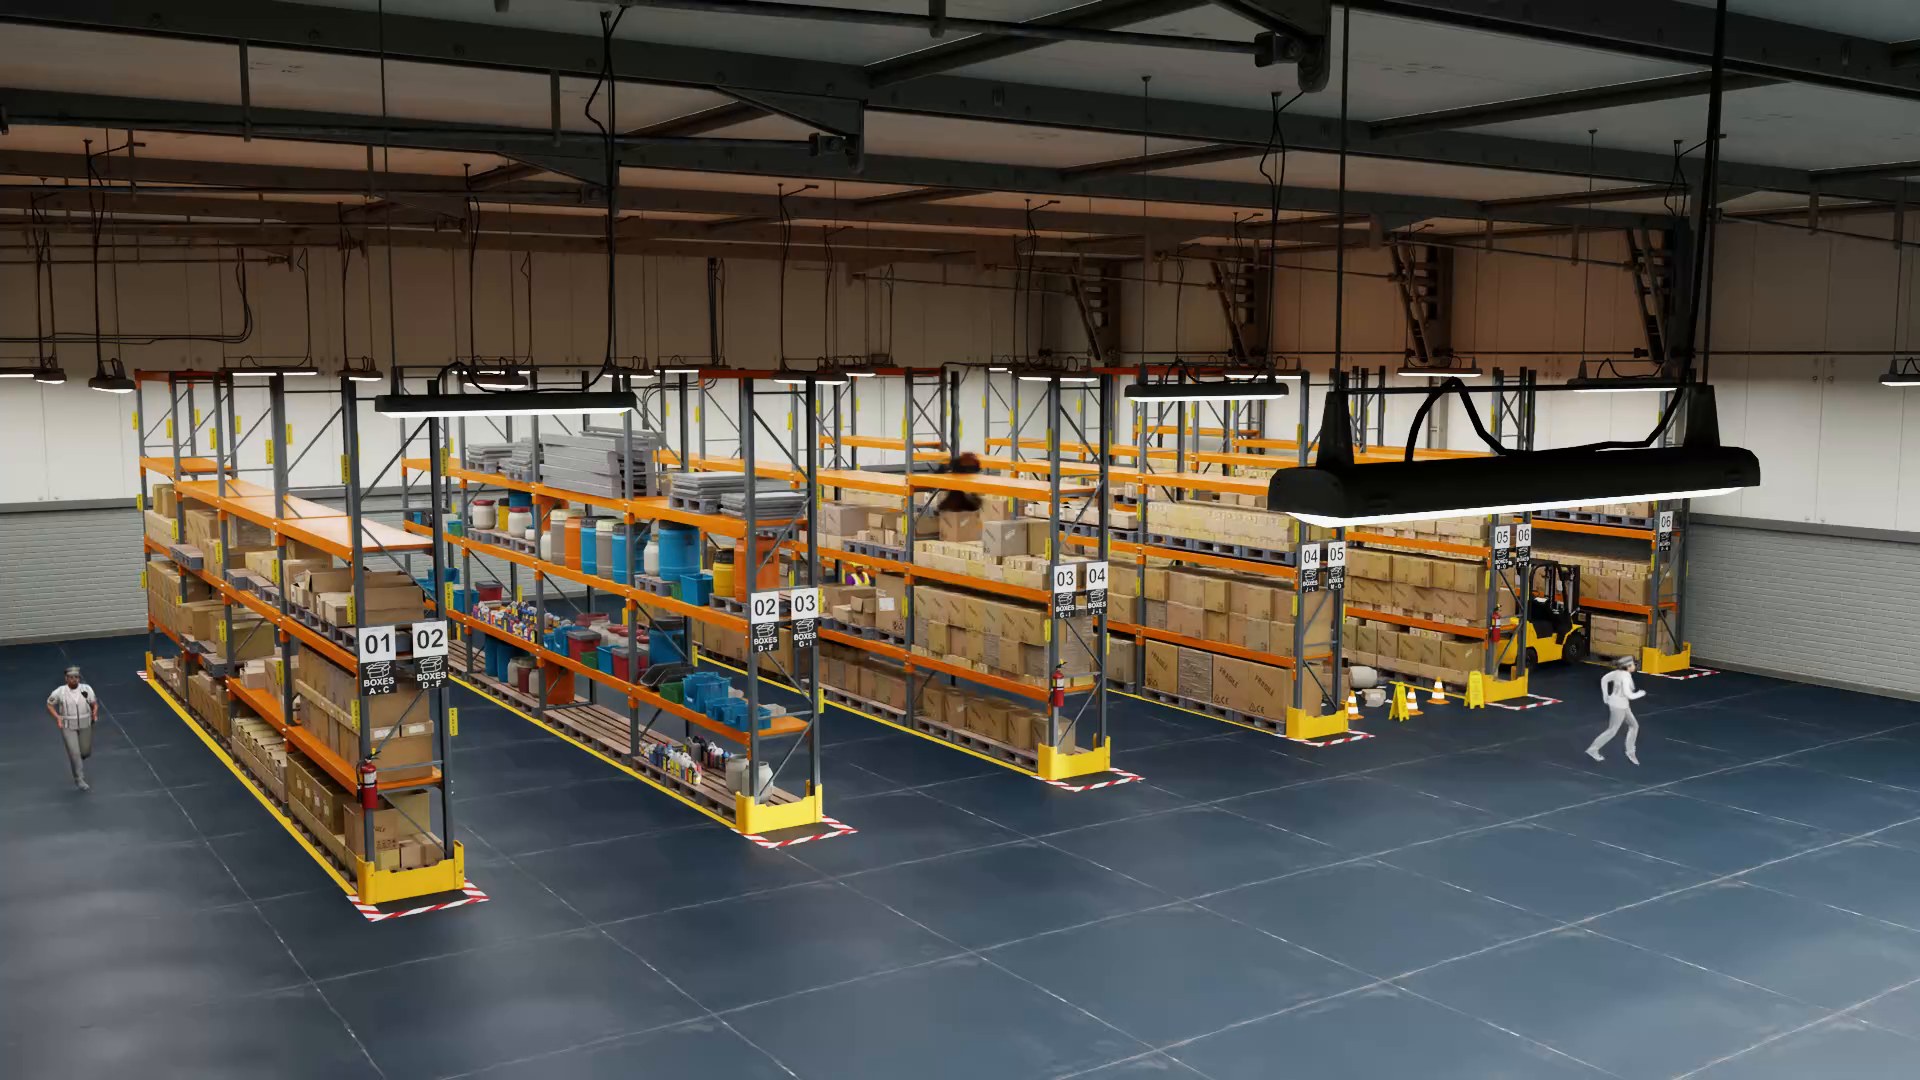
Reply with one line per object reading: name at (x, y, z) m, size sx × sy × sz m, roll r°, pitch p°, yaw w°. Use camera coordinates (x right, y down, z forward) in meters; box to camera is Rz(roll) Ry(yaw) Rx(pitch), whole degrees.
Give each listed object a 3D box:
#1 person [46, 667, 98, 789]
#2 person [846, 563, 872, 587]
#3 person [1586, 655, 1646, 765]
person at (-12.985, 2.728, 24.390) m, size 0.663 × 1.770 × 0.809 m, roll -6°, pitch 9°, yaw -41°
person at (-2.174, 1.348, 36.527) m, size 0.701 × 1.792 × 0.805 m, roll -3°, pitch 7°, yaw -27°
person at (10.091, 2.619, 25.586) m, size 0.829 × 1.728 × 0.638 m, roll 1°, pitch 7°, yaw 8°
